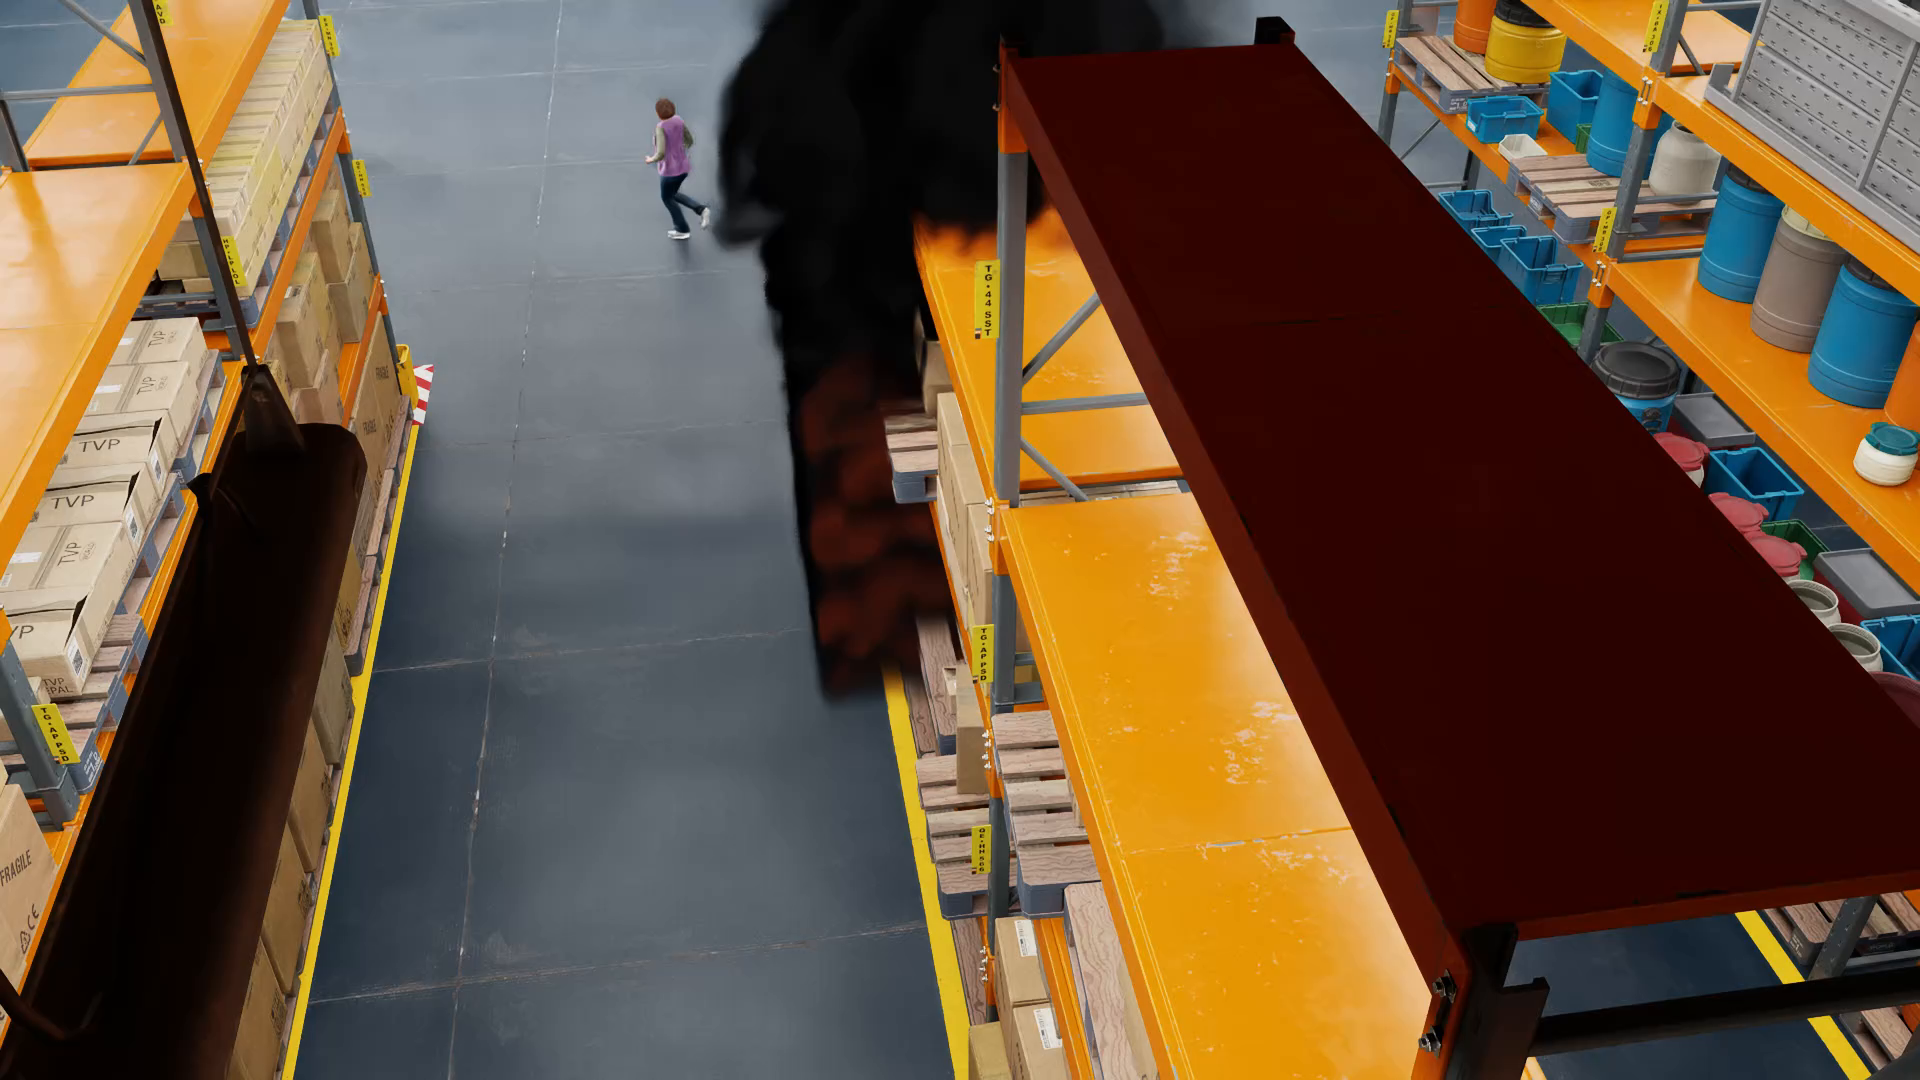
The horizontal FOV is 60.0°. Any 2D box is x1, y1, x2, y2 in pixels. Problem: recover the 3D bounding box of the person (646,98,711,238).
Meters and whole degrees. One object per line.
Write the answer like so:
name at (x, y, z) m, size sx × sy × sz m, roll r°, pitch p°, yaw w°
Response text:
person at (-2.973, -3.851, 17.399) m, size 0.586 × 1.572 × 0.532 m, roll 18°, pitch 40°, yaw 23°
